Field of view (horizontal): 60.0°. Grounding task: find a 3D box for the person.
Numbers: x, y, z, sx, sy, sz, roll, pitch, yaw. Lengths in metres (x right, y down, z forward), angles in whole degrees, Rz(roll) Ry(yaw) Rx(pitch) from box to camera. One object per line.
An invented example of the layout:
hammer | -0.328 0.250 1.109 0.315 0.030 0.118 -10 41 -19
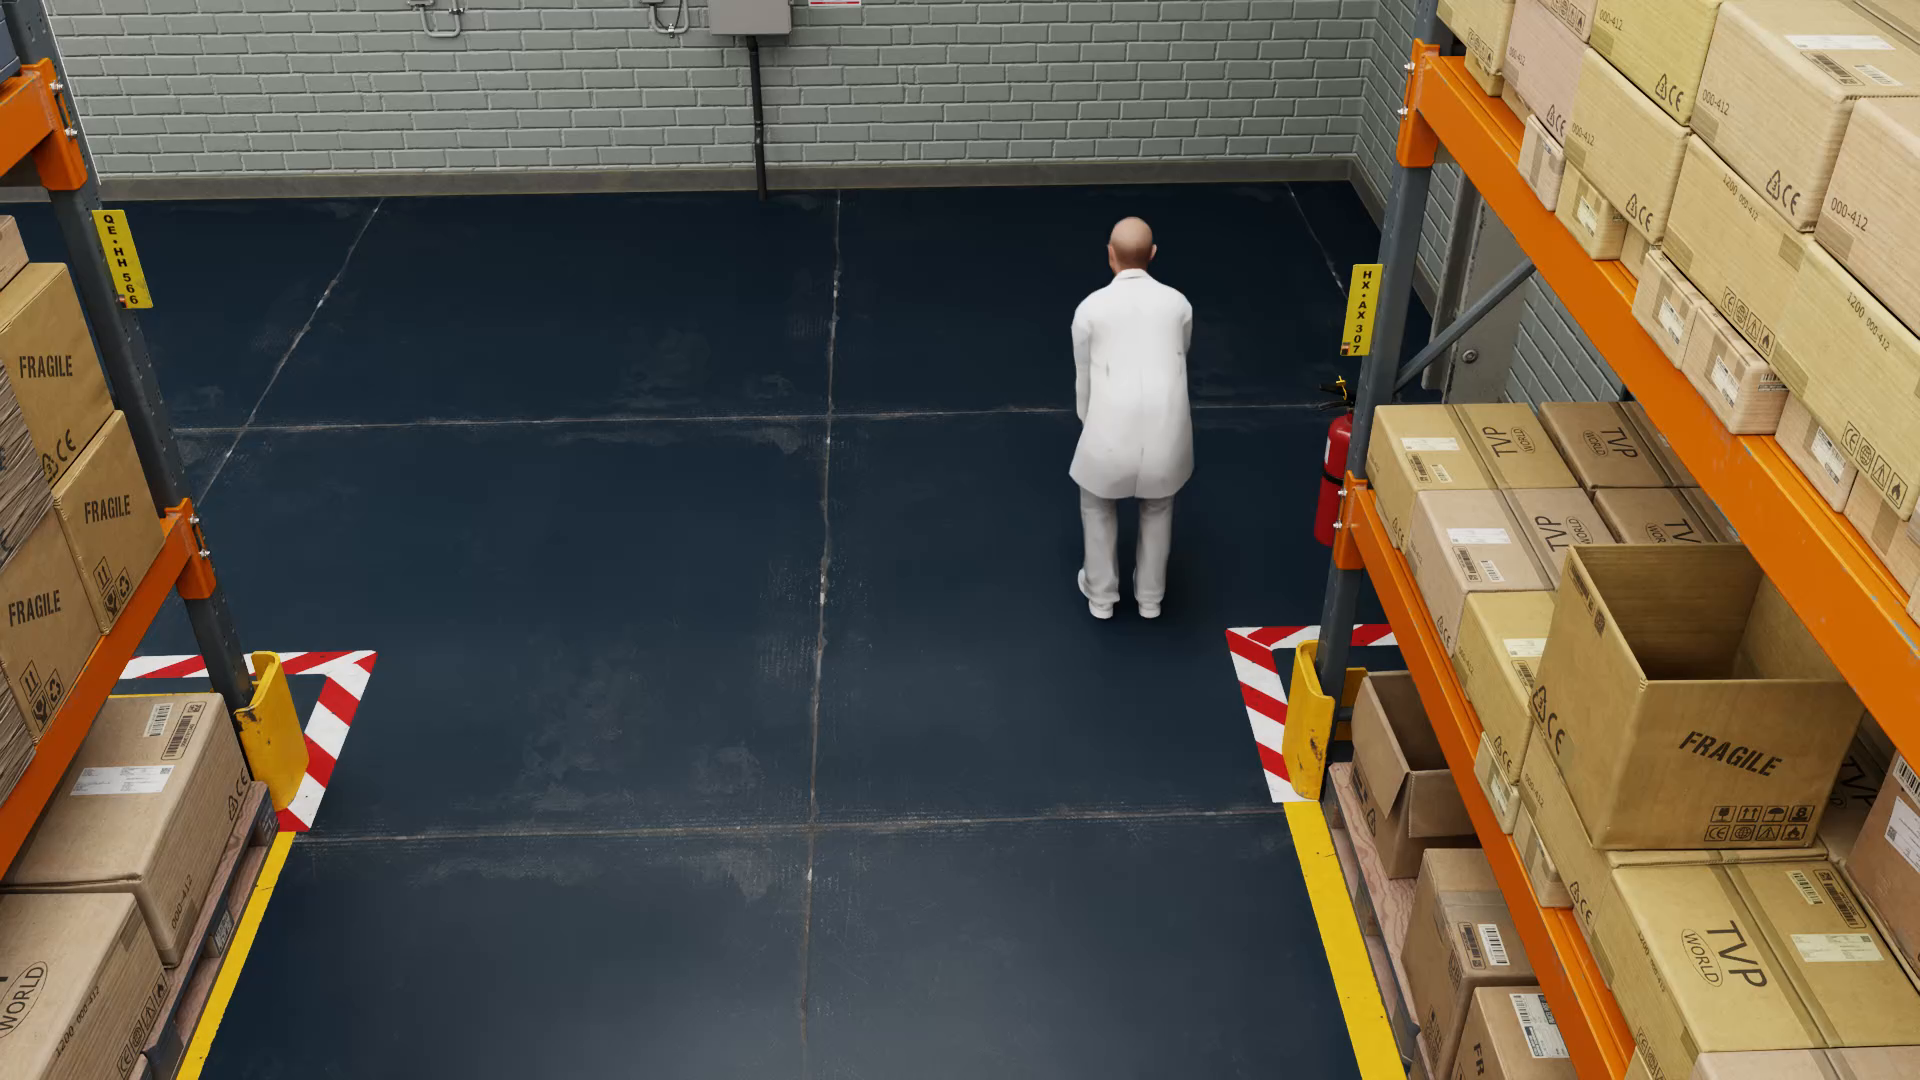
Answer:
person | 0.711 -0.474 6.898 0.526 1.718 0.609 -2 35 -3
